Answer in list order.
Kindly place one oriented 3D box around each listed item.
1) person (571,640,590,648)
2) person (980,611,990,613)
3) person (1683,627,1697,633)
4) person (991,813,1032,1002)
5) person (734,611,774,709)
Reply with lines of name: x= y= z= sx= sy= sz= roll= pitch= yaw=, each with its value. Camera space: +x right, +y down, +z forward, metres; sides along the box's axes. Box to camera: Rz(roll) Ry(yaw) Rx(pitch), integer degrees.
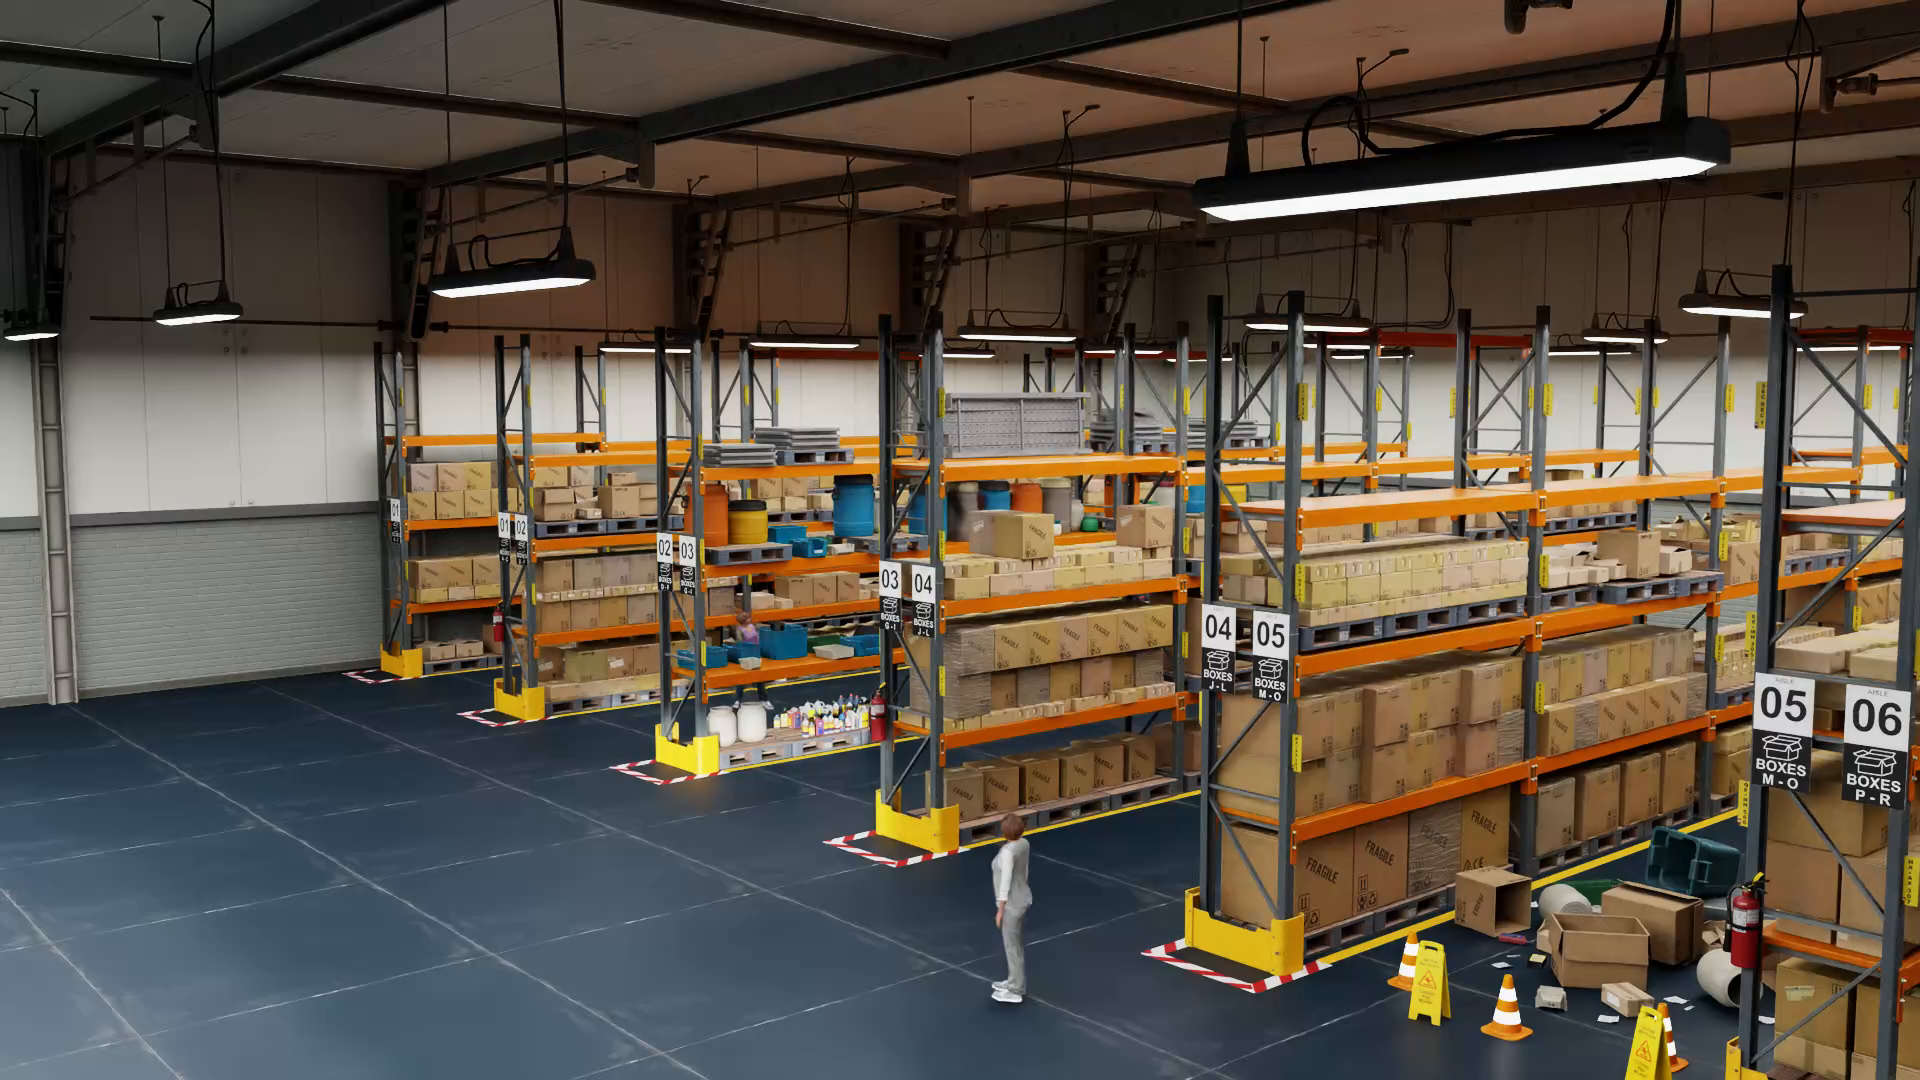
person: x=-6.888 y=1.549 z=30.233 sx=0.627 sy=1.826 sz=0.433 roll=-1 pitch=5 yaw=-13
person: x=0.541 y=1.676 z=29.016 sx=0.829 sy=1.762 sz=0.695 roll=-4 pitch=6 yaw=-34
person: x=10.629 y=2.104 z=24.370 sx=0.454 sy=1.683 sz=0.362 roll=-4 pitch=7 yaw=-37
person: x=0.418 y=3.086 z=14.031 sx=0.376 sy=1.590 sz=0.476 roll=2 pitch=5 yaw=16
person: x=-3.359 y=1.927 z=26.747 sx=0.555 sy=1.600 sz=0.539 roll=-4 pitch=7 yaw=-38
